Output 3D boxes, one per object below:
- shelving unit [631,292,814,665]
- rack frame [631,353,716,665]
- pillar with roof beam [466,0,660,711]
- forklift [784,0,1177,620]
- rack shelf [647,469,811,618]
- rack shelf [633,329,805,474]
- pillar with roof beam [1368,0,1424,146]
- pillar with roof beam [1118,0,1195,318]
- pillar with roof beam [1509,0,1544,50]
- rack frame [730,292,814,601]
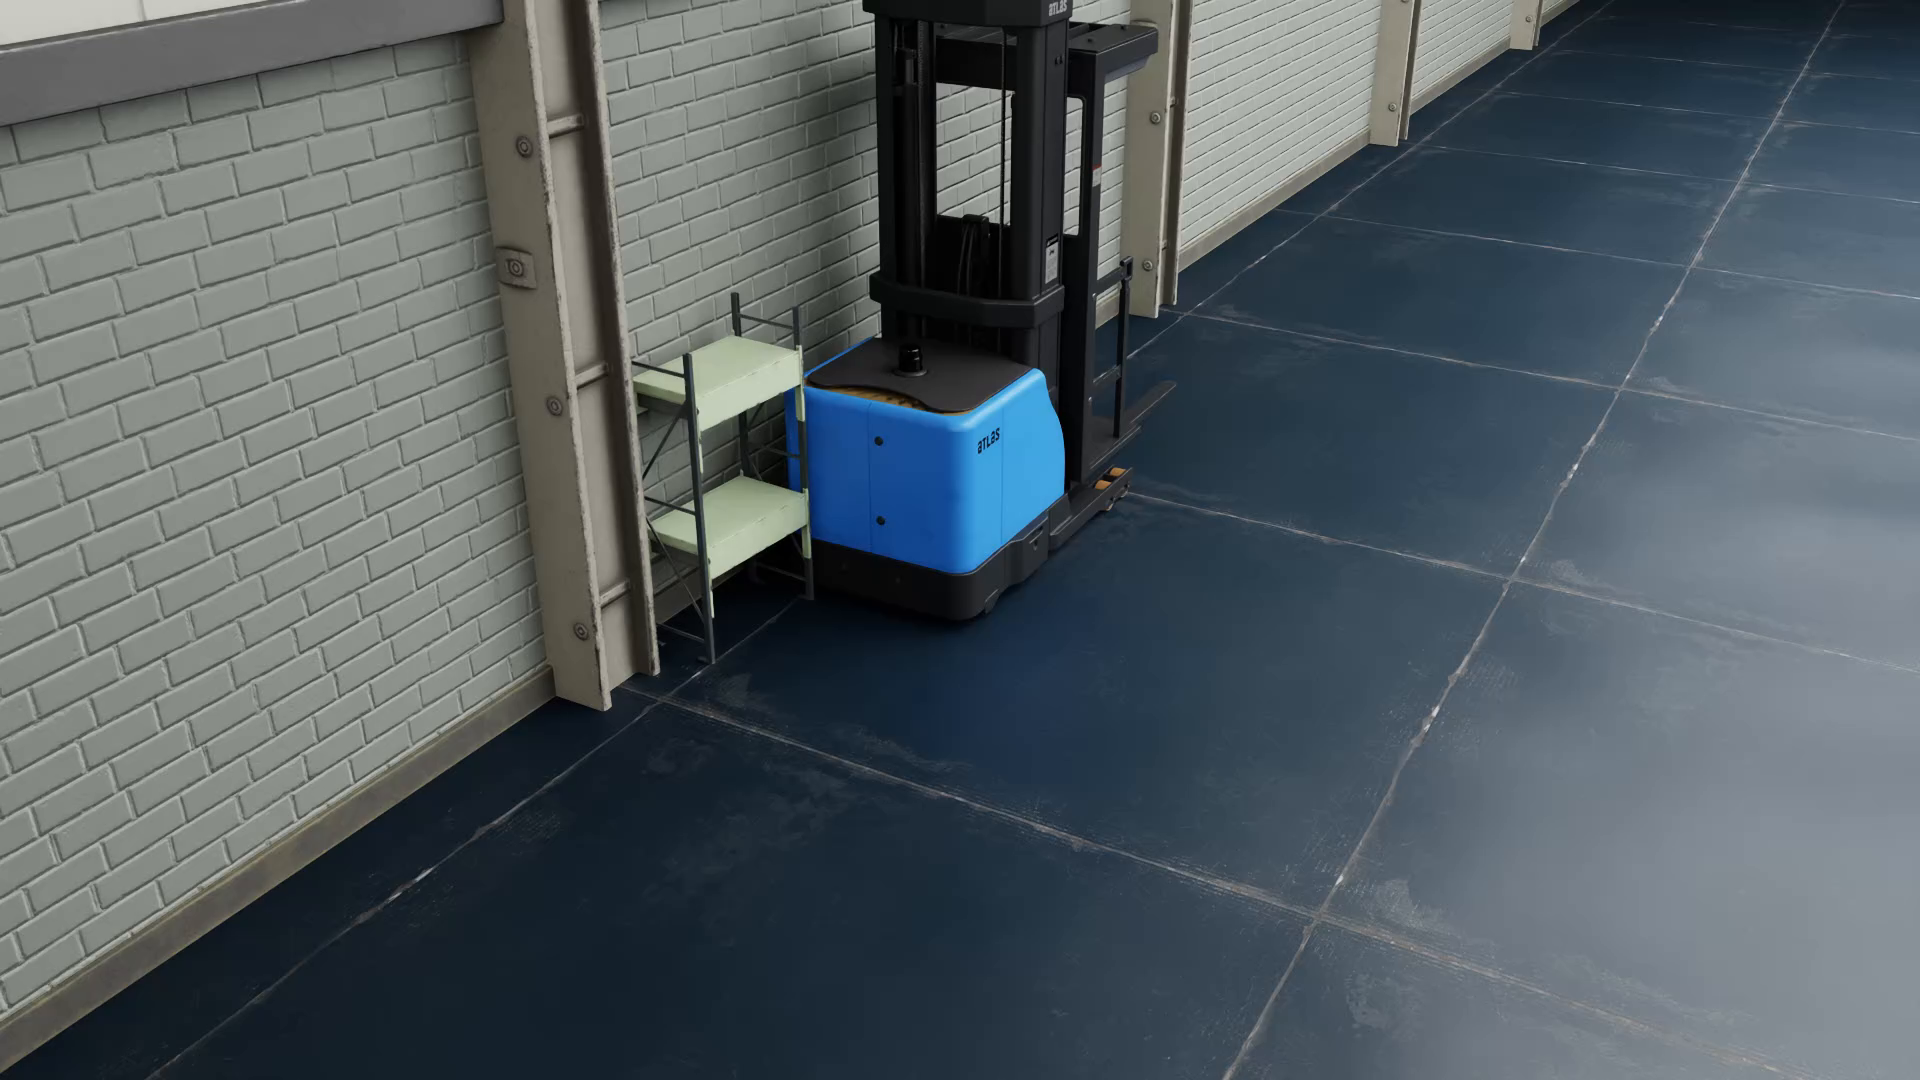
[{"bbox_3d":[-1.090,-0.288,7.649,0.431,1.500,0.755,17,31,30],"label":"shelving unit"},{"bbox_3d":[-1.293,-0.151,7.377,0.400,1.500,0.023,17,31,30],"label":"rack frame"},{"bbox_3d":[2.158,-2.438,3.568,9.100,9.000,0.400,14,30,26],"label":"pillar with roof beam"},{"bbox_3d":[0.304,-1.558,8.587,1.130,2.935,3.031,14,30,26],"label":"forklift"},{"bbox_3d":[-1.090,0.004,7.795,0.431,0.370,0.720,17,31,30],"label":"rack shelf"},{"bbox_3d":[-1.090,-0.637,7.475,0.431,0.370,0.720,17,31,30],"label":"rack shelf"},{"bbox_3d":[8.062,-7.115,12.910,9.100,9.000,0.400,14,30,26],"label":"pillar with roof beam"},{"bbox_3d":[5.110,-4.777,8.239,9.100,9.000,0.400,14,30,26],"label":"pillar with roof beam"},{"bbox_3d":[11.013,-9.453,17.581,9.100,9.000,0.400,14,30,26],"label":"pillar with roof beam"},{"bbox_3d":[-0.888,-0.424,7.922,0.400,1.500,0.023,17,31,30],"label":"rack frame"}]
